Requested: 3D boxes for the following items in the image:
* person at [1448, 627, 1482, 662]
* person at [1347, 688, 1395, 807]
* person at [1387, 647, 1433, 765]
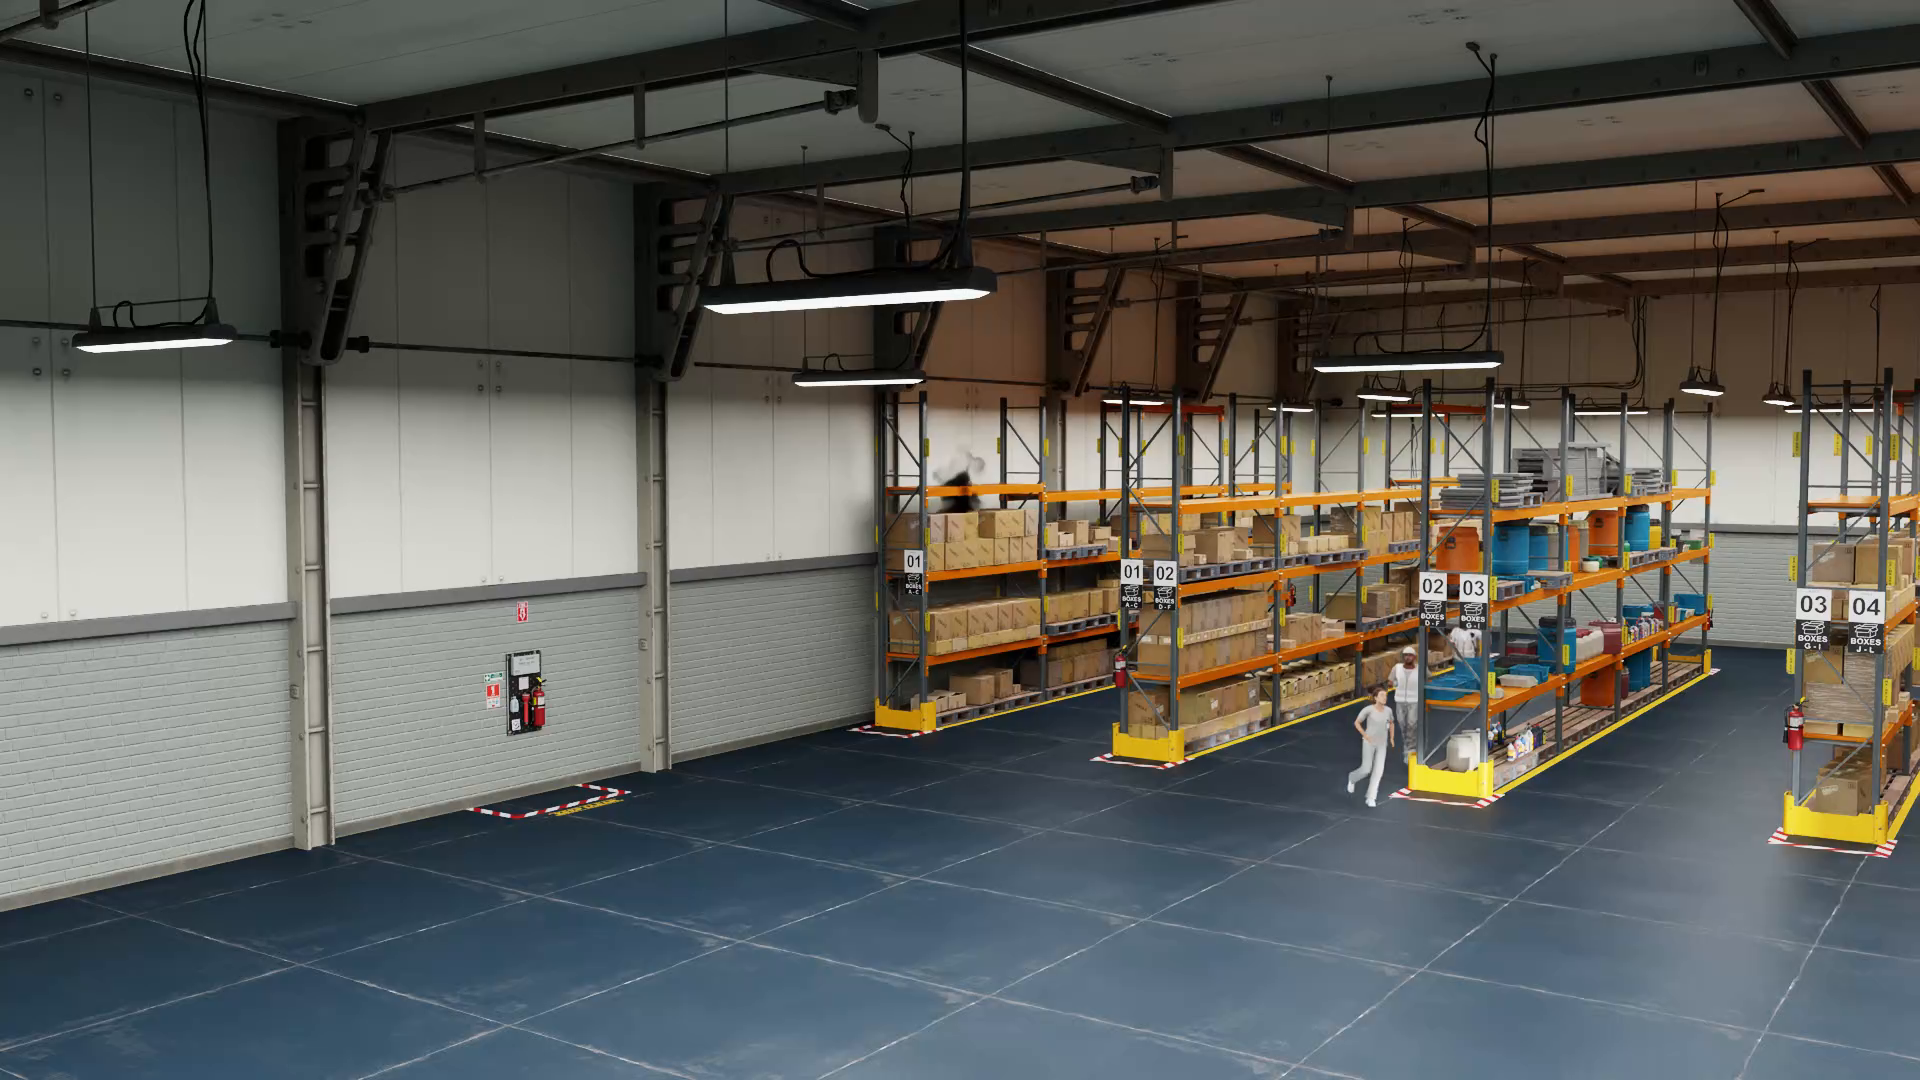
[{"bbox_3d":[9.844,2.344,32.382,0.677,1.847,0.741,2,4,29],"label":"person"},{"bbox_3d":[5.875,2.886,23.434,0.622,1.617,0.821,-1,3,-10],"label":"person"},{"bbox_3d":[7.160,2.616,26.571,0.664,1.823,0.824,2,4,29],"label":"person"}]
